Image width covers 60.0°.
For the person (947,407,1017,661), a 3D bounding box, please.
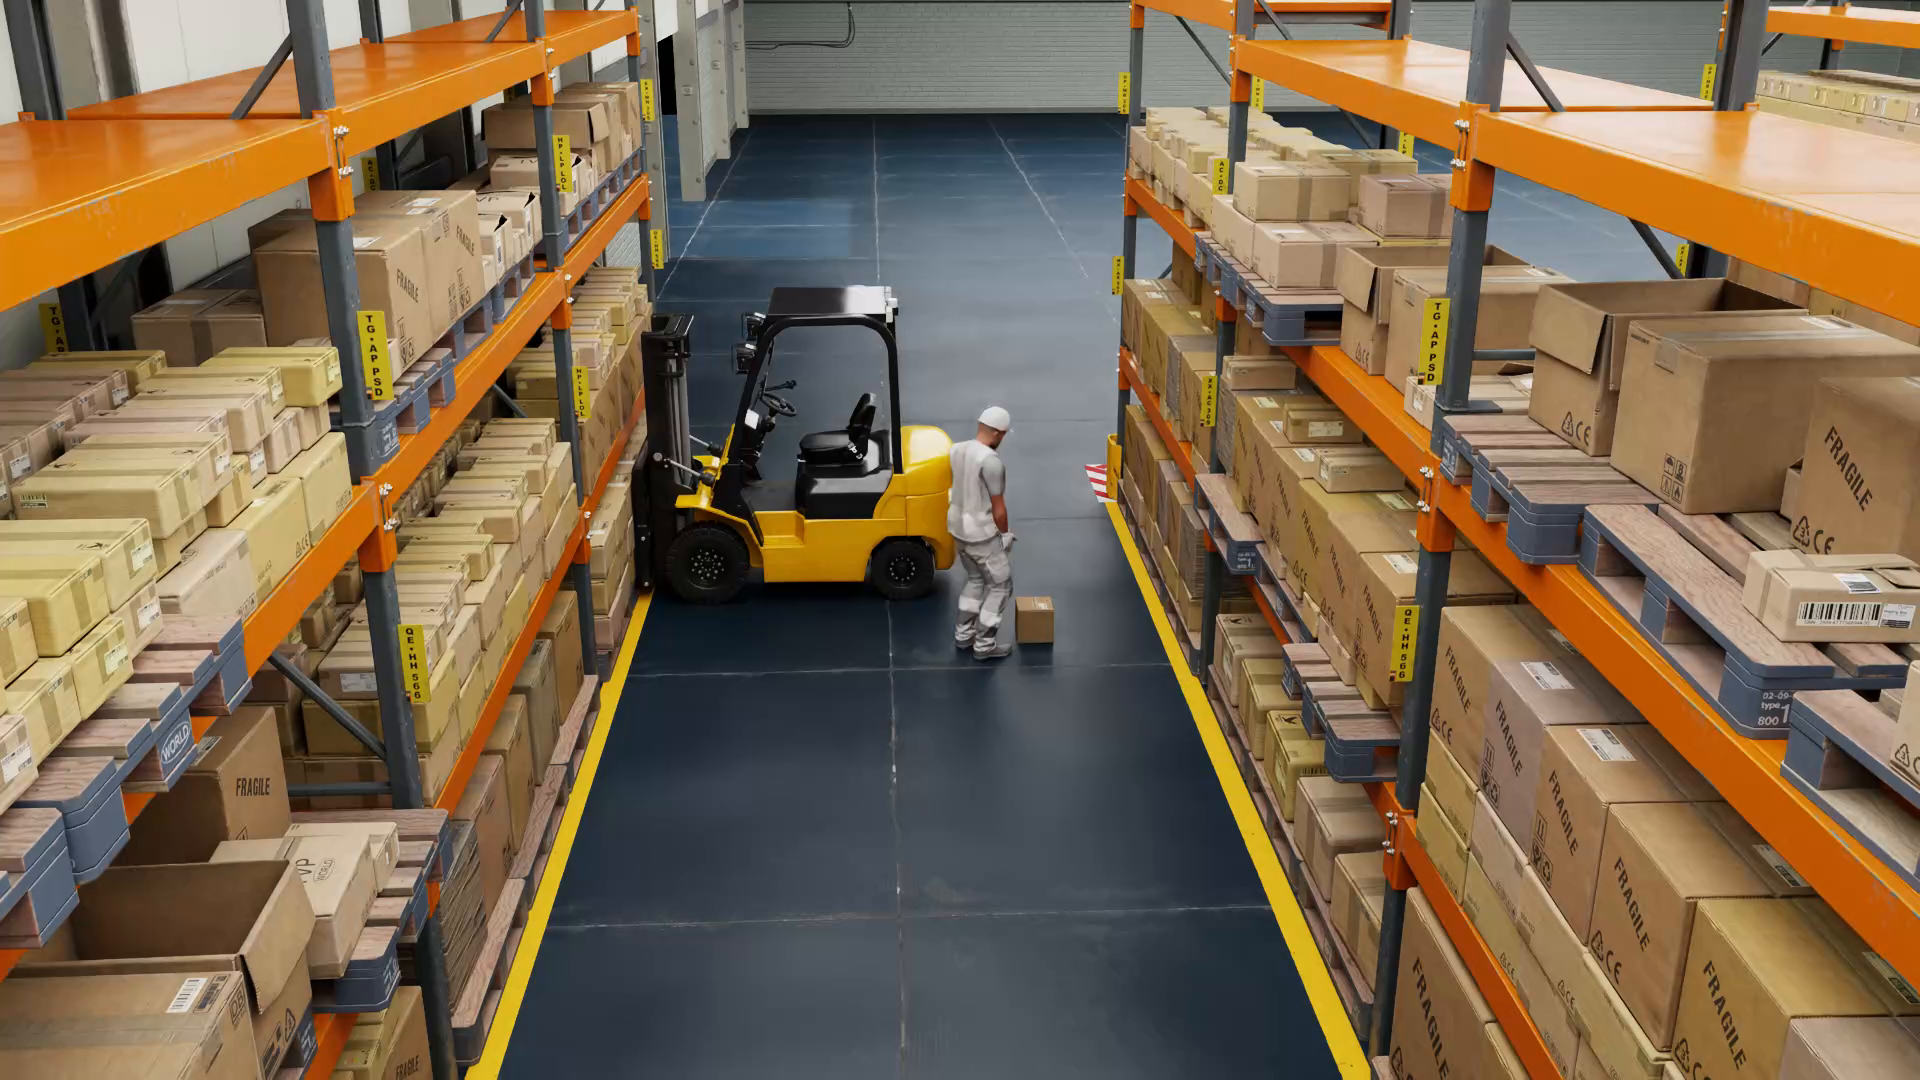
[{"bbox_3d":[0.152,-0.058,11.294,0.477,1.724,0.547,-12,23,-29],"label":"person"}]
